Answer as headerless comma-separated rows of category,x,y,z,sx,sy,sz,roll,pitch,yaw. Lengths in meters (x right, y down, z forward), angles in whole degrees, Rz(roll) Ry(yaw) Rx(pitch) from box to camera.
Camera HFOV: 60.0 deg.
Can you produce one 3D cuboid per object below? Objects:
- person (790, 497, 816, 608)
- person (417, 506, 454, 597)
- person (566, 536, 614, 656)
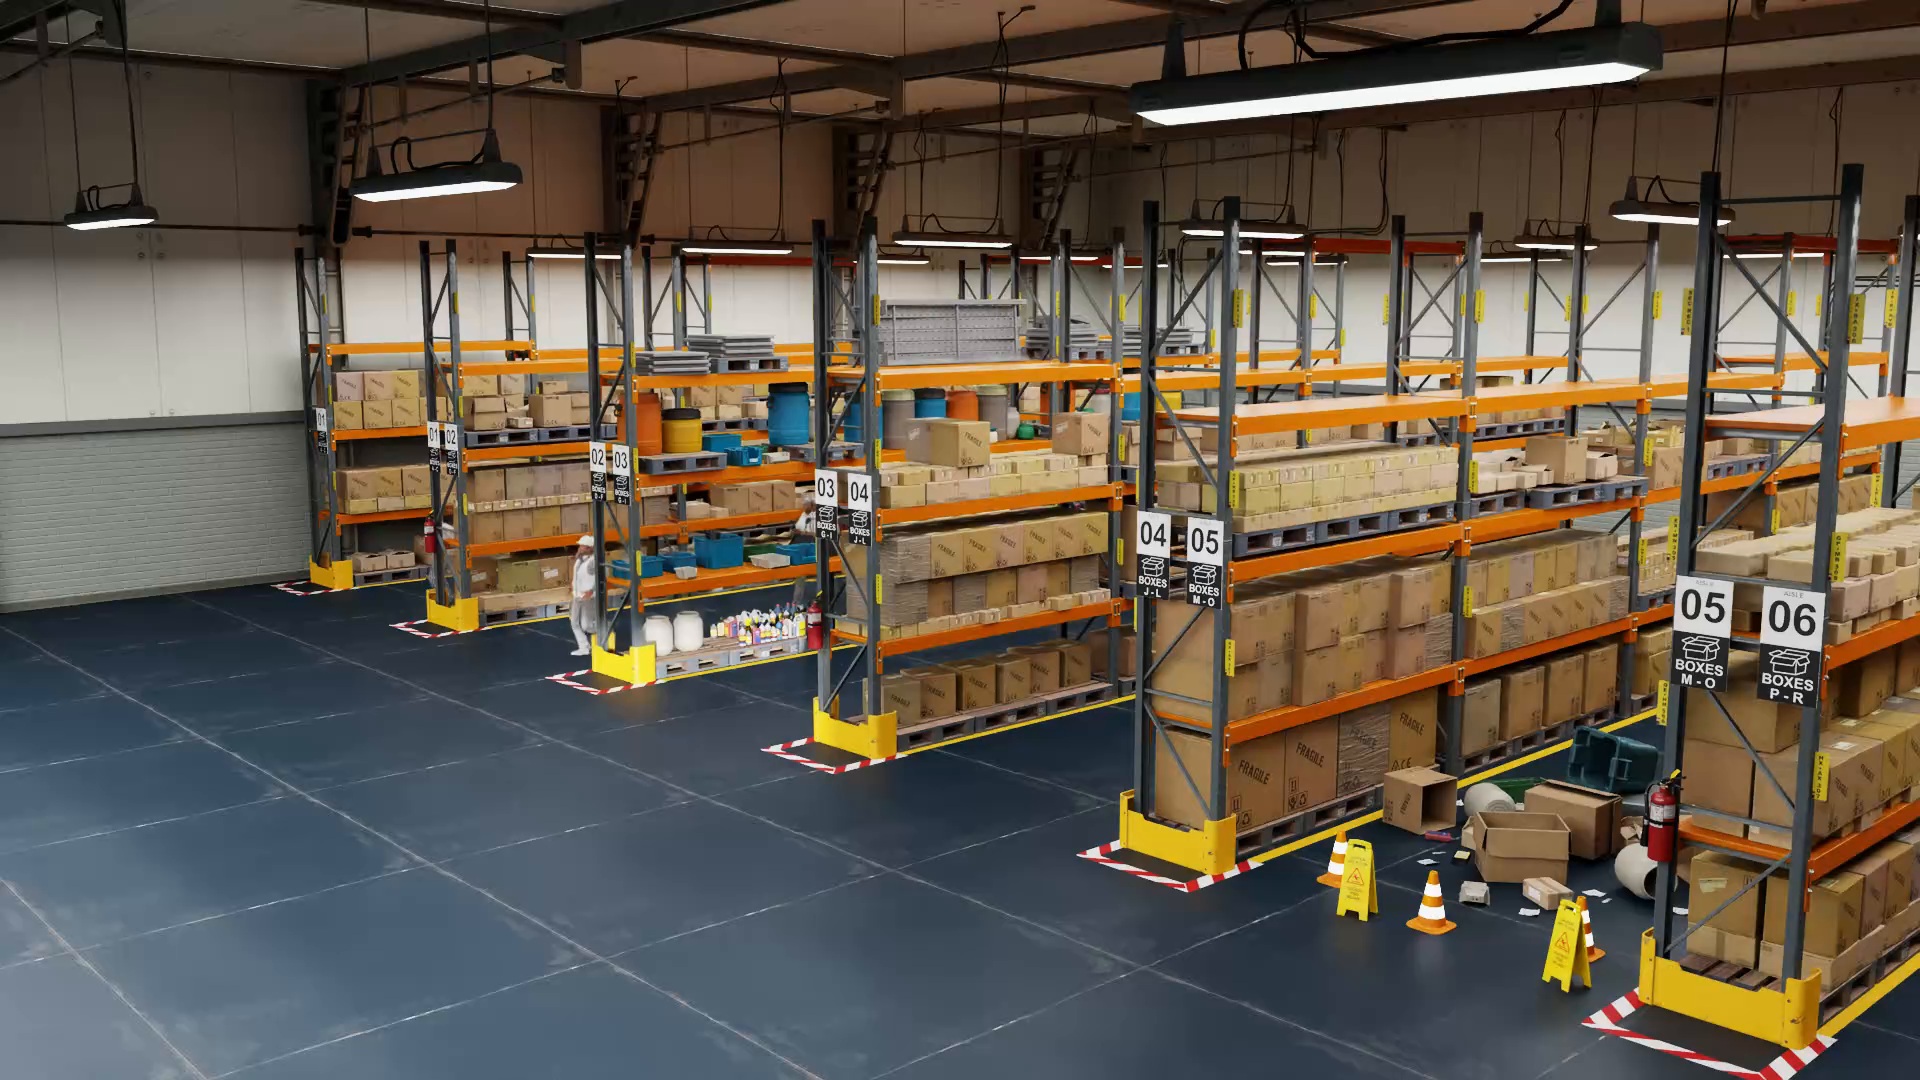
person,-2.394,0.186,26.452,0.580,1.755,0.706,7,11,39
person,-8.695,0.207,27.623,0.612,1.585,0.621,7,11,41
person,-5.350,0.794,24.033,0.688,1.732,0.666,8,11,42
